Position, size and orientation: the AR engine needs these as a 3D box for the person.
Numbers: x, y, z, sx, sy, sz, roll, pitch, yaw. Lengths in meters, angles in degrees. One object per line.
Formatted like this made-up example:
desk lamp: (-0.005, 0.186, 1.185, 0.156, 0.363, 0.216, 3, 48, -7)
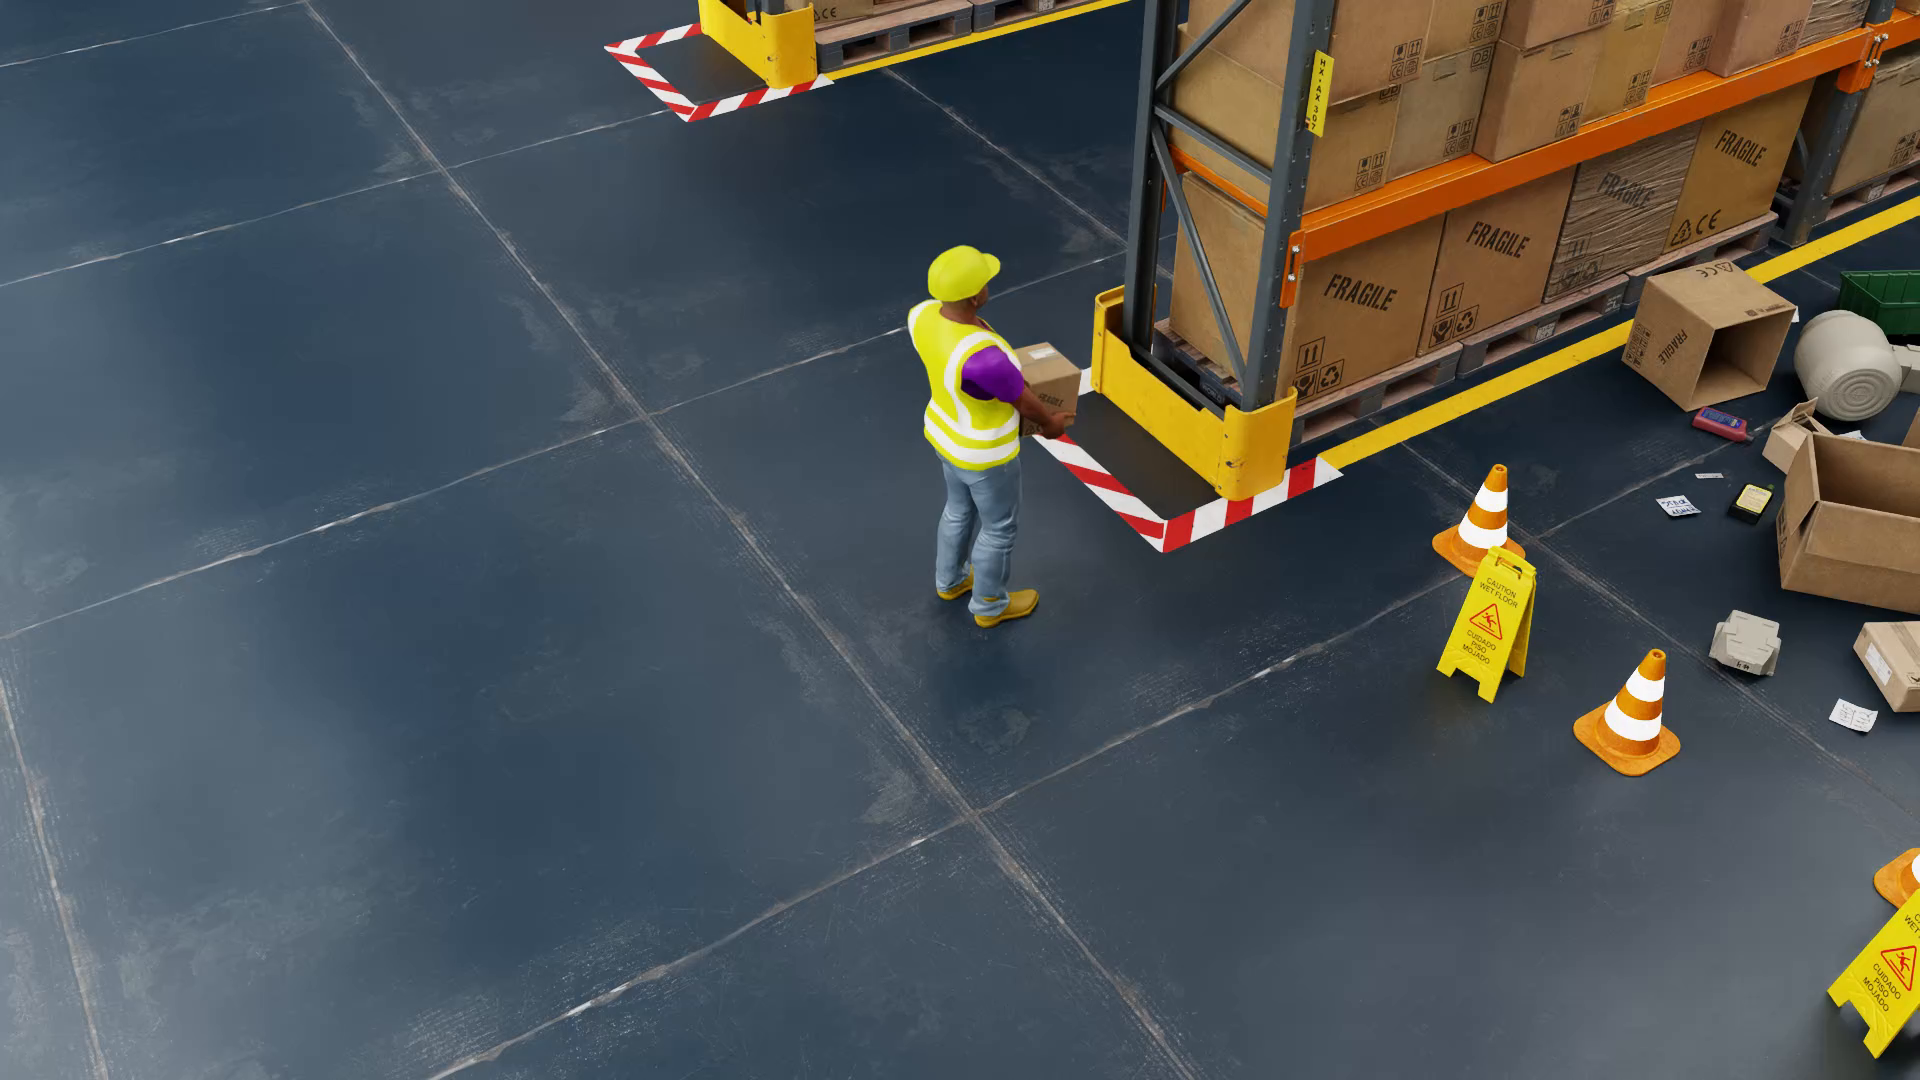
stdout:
person: (0.075, -0.406, 6.614, 0.458, 1.767, 0.575, -23, 46, -25)
